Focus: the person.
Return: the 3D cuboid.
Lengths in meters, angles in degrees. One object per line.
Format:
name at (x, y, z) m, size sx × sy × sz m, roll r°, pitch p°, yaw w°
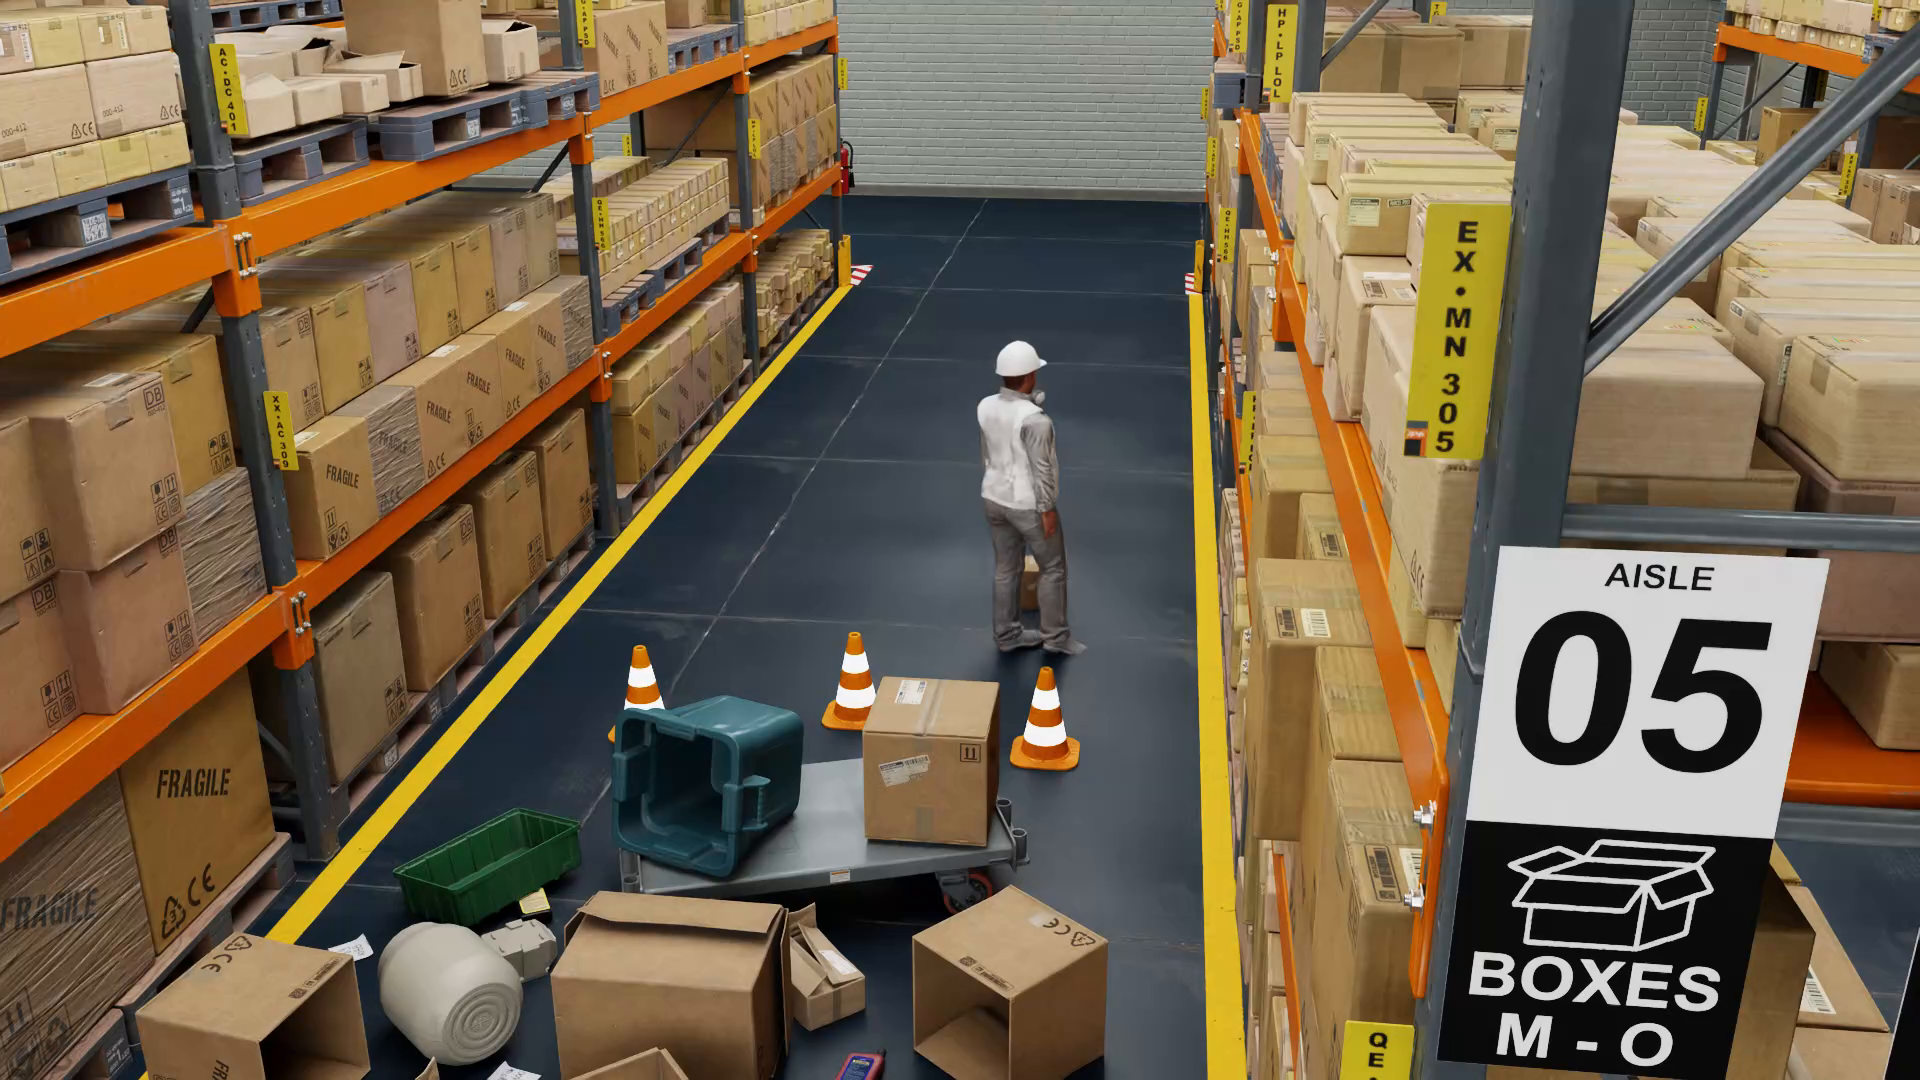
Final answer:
person at (0.384, -0.210, 9.140) m, size 0.490 × 1.818 × 0.562 m, roll -19°, pitch 28°, yaw -40°
